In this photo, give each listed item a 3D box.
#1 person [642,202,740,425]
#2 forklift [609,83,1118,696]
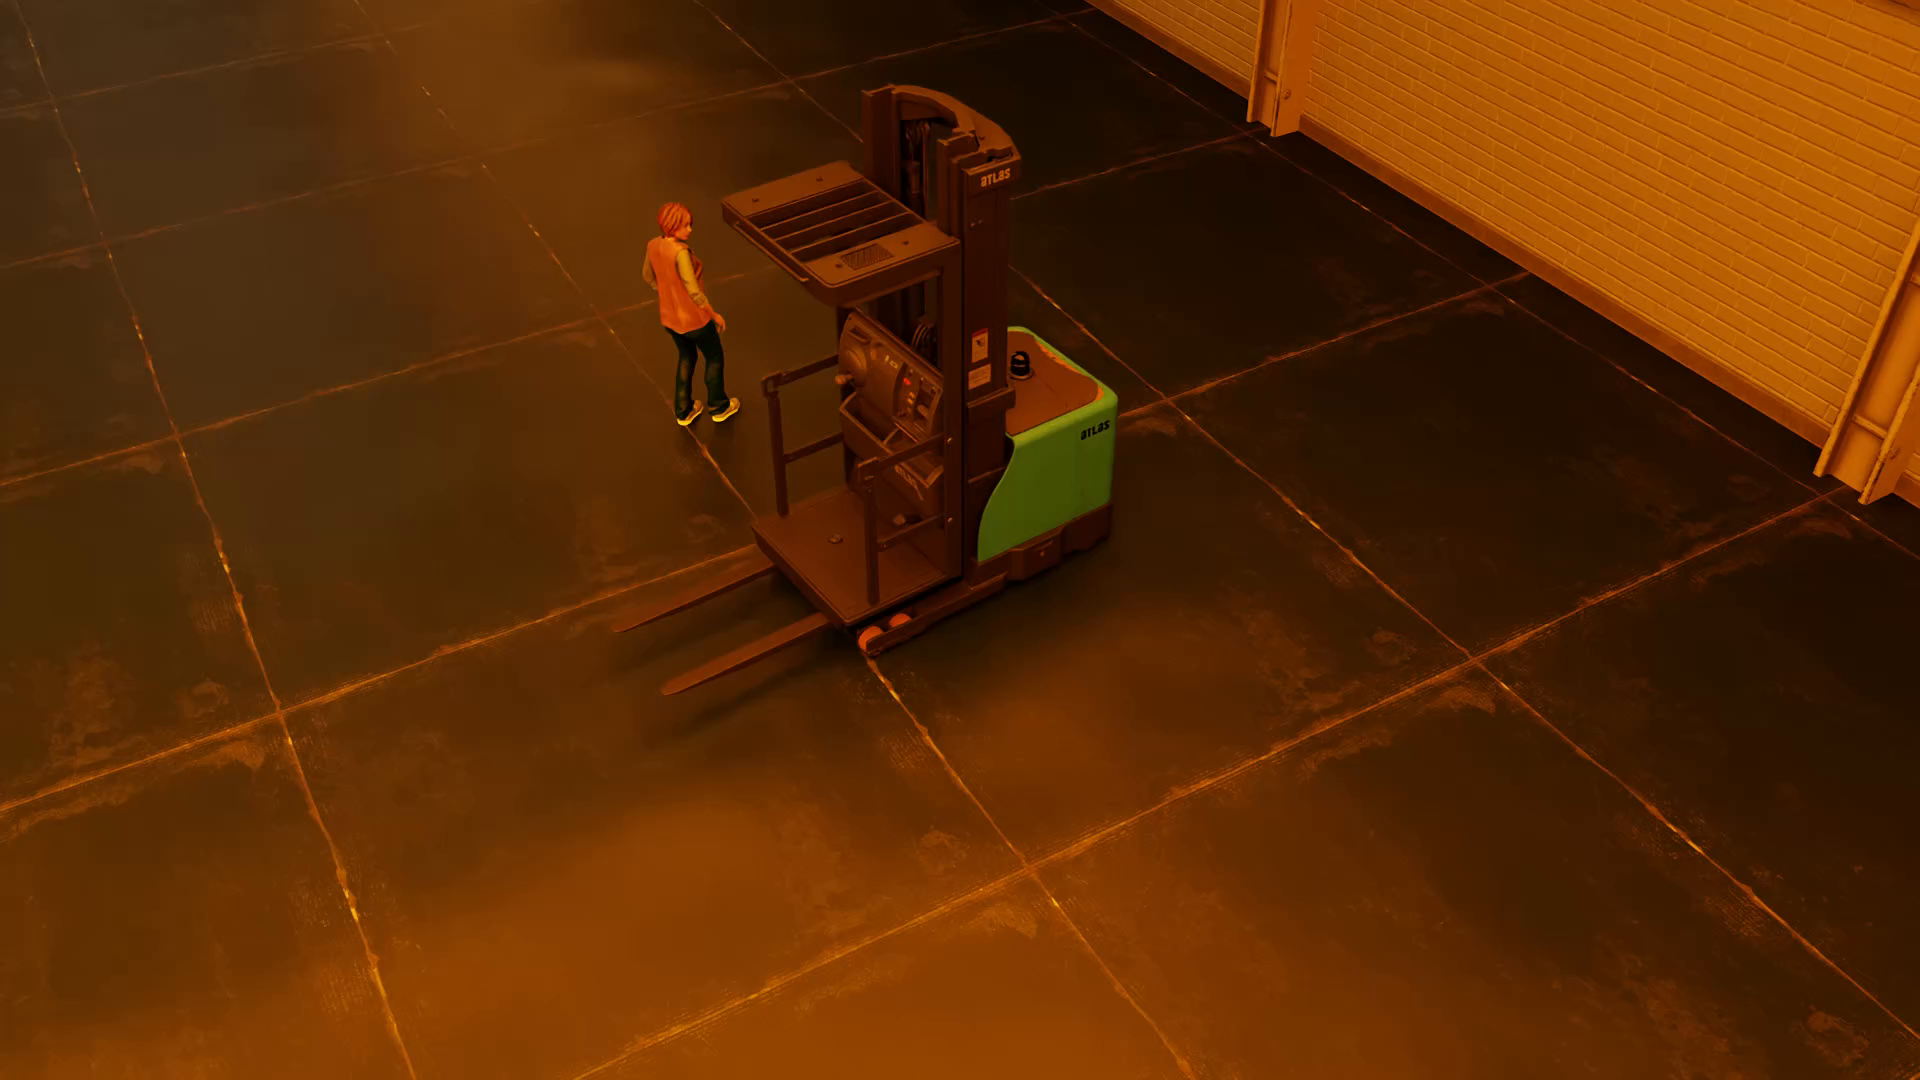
[{"bbox_3d":[-1.764,-1.470,10.884,0.624,1.566,0.453,25,46,27],"label":"person"},{"bbox_3d":[-0.556,-0.851,9.062,3.031,2.935,1.130,-24,46,-27],"label":"forklift"}]
